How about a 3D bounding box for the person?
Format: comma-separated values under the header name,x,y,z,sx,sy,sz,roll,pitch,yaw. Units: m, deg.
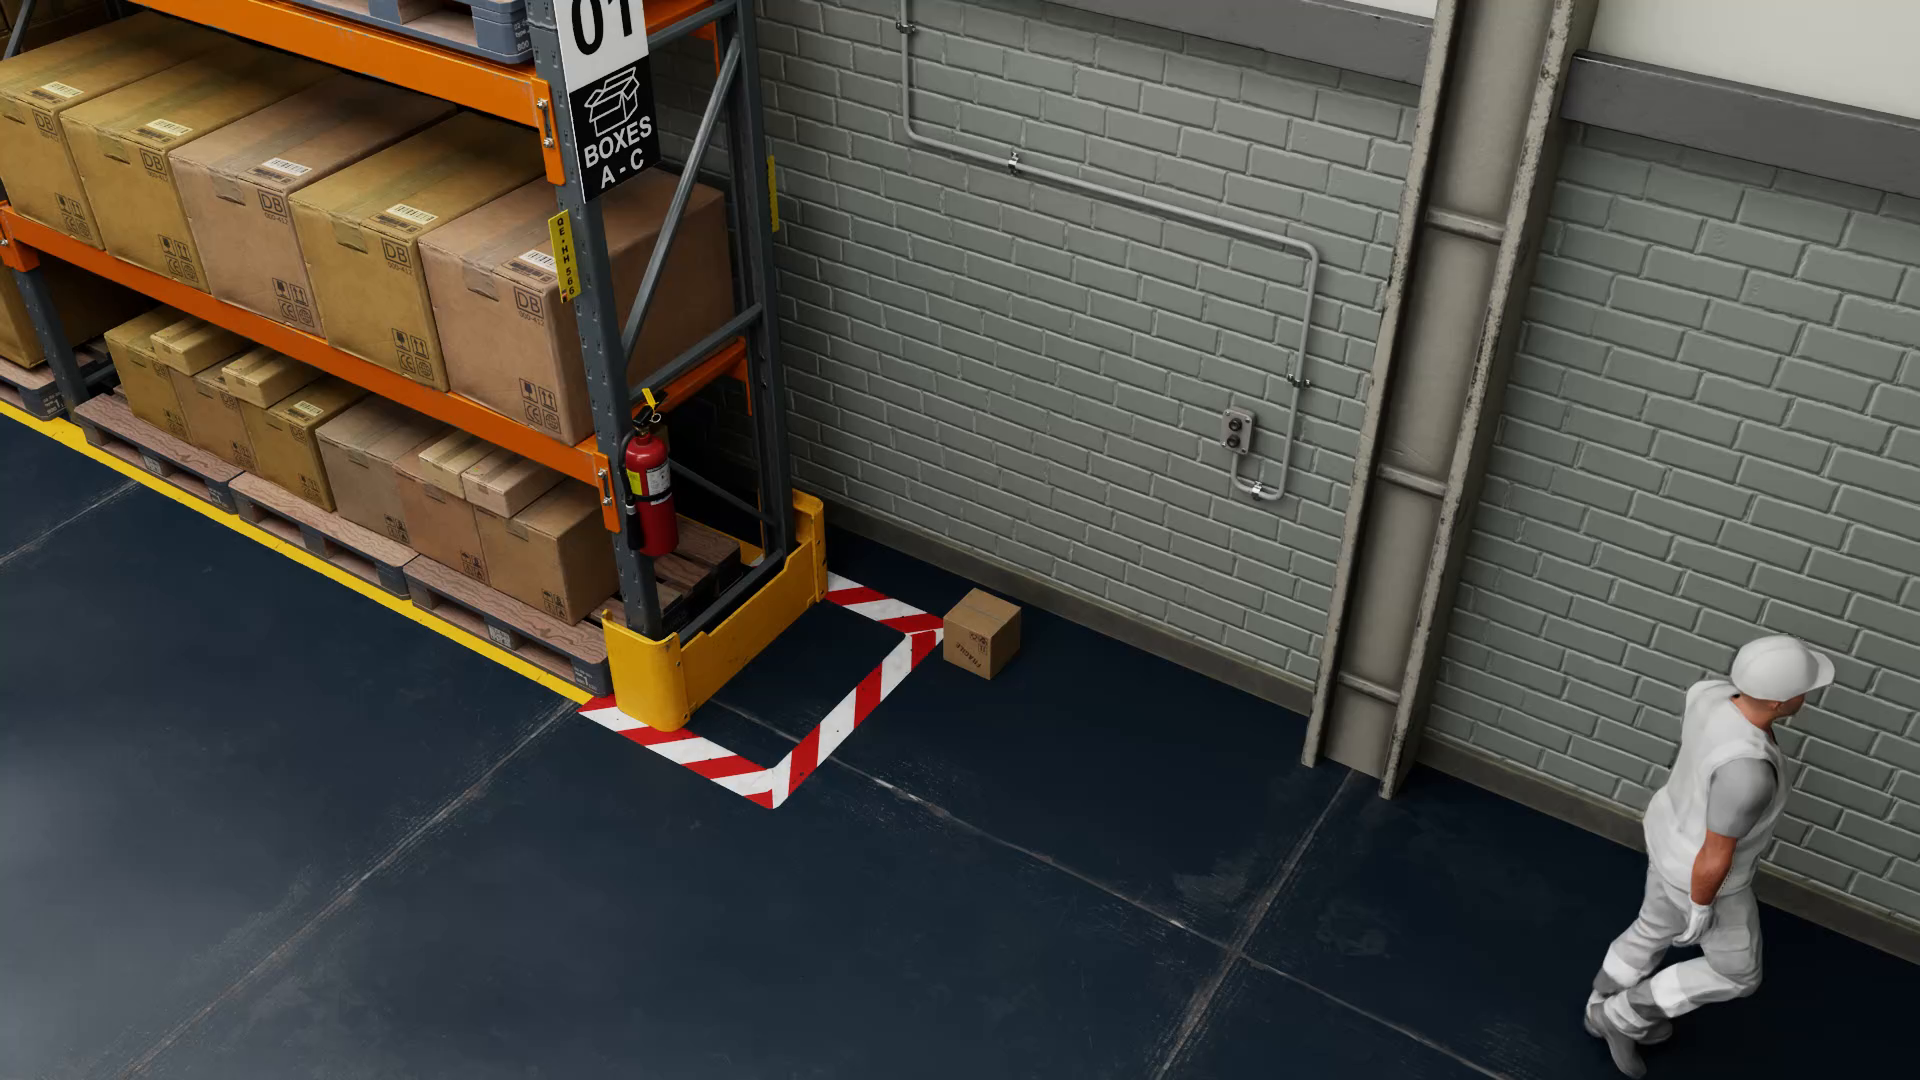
name,x,y,z,sx,sy,sz,roll,pitch,yaw
person,2.381,1.010,5.317,0.454,1.783,0.582,4,38,5
